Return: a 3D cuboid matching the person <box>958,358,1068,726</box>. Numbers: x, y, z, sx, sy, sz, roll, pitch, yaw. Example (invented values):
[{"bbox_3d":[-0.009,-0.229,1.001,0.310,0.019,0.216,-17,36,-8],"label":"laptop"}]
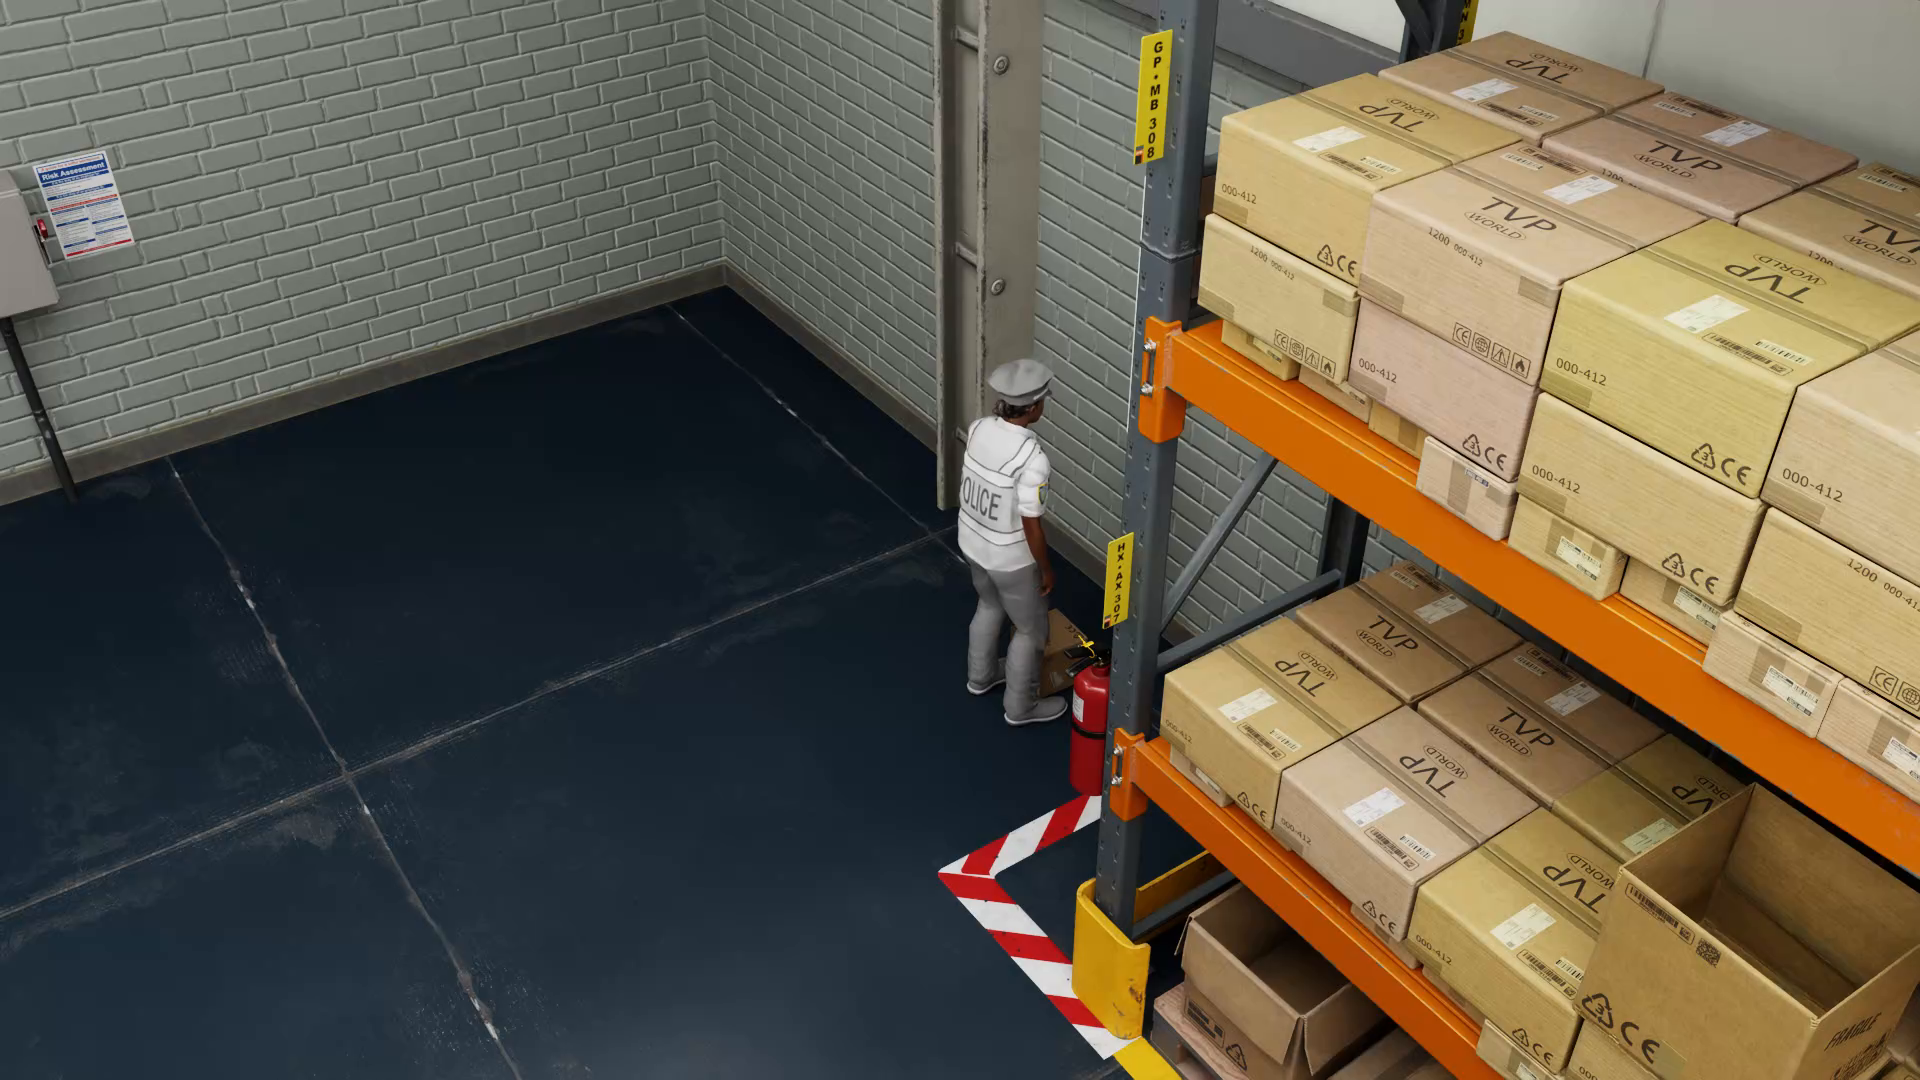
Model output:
[{"bbox_3d":[0.212,0.037,6.953,0.393,1.657,0.507,-24,43,-29],"label":"person"}]
